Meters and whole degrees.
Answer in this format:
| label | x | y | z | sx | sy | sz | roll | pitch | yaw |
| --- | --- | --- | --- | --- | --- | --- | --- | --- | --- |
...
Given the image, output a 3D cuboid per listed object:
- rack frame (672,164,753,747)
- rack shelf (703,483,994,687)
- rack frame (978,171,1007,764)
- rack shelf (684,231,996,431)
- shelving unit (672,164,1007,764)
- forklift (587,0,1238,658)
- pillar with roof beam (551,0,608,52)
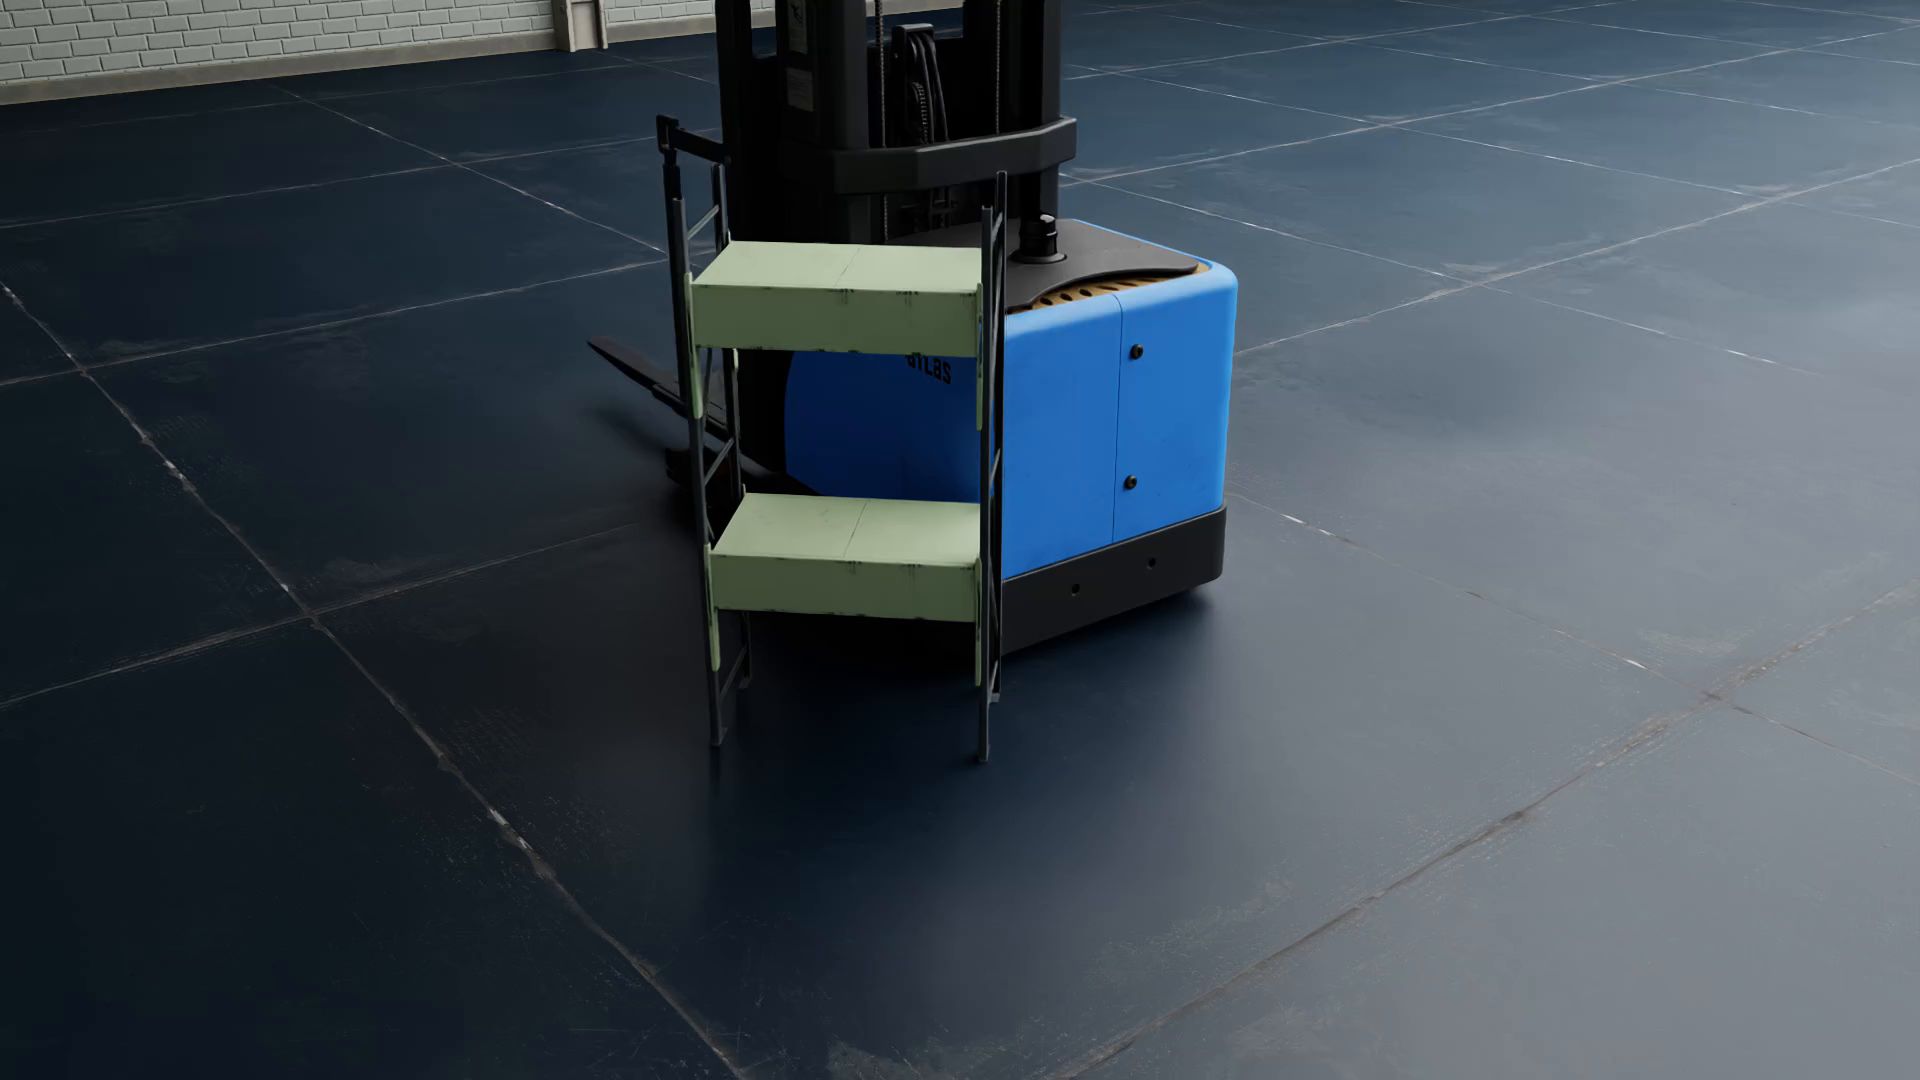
| label | x | y | z | sx | sy | sz | roll | pitch | yaw |
| --- | --- | --- | --- | --- | --- | --- | --- | --- | --- |
| rack frame | -0.643 | -0.201 | 4.401 | 0.023 | 1.500 | 0.400 | 3 | 25 | 6 |
| rack shelf | -0.280 | 0.113 | 4.499 | 0.720 | 0.370 | 0.431 | 3 | 25 | 6 |
| rack frame | 0.084 | -0.165 | 4.324 | 0.023 | 1.500 | 0.400 | 3 | 25 | 6 |
| rack shelf | -0.280 | -0.537 | 4.198 | 0.720 | 0.370 | 0.431 | 3 | 25 | 6 |
| shelving unit | -0.280 | -0.183 | 4.362 | 0.755 | 1.500 | 0.431 | 3 | 25 | 6 |
| forklift | -0.425 | -1.546 | 5.600 | 1.130 | 2.935 | 3.031 | -17 | 30 | -32 |
| pillar with roof beam | -0.950 | -7.351 | 10.900 | 0.400 | 9.000 | 9.100 | -18 | 31 | -34 |
